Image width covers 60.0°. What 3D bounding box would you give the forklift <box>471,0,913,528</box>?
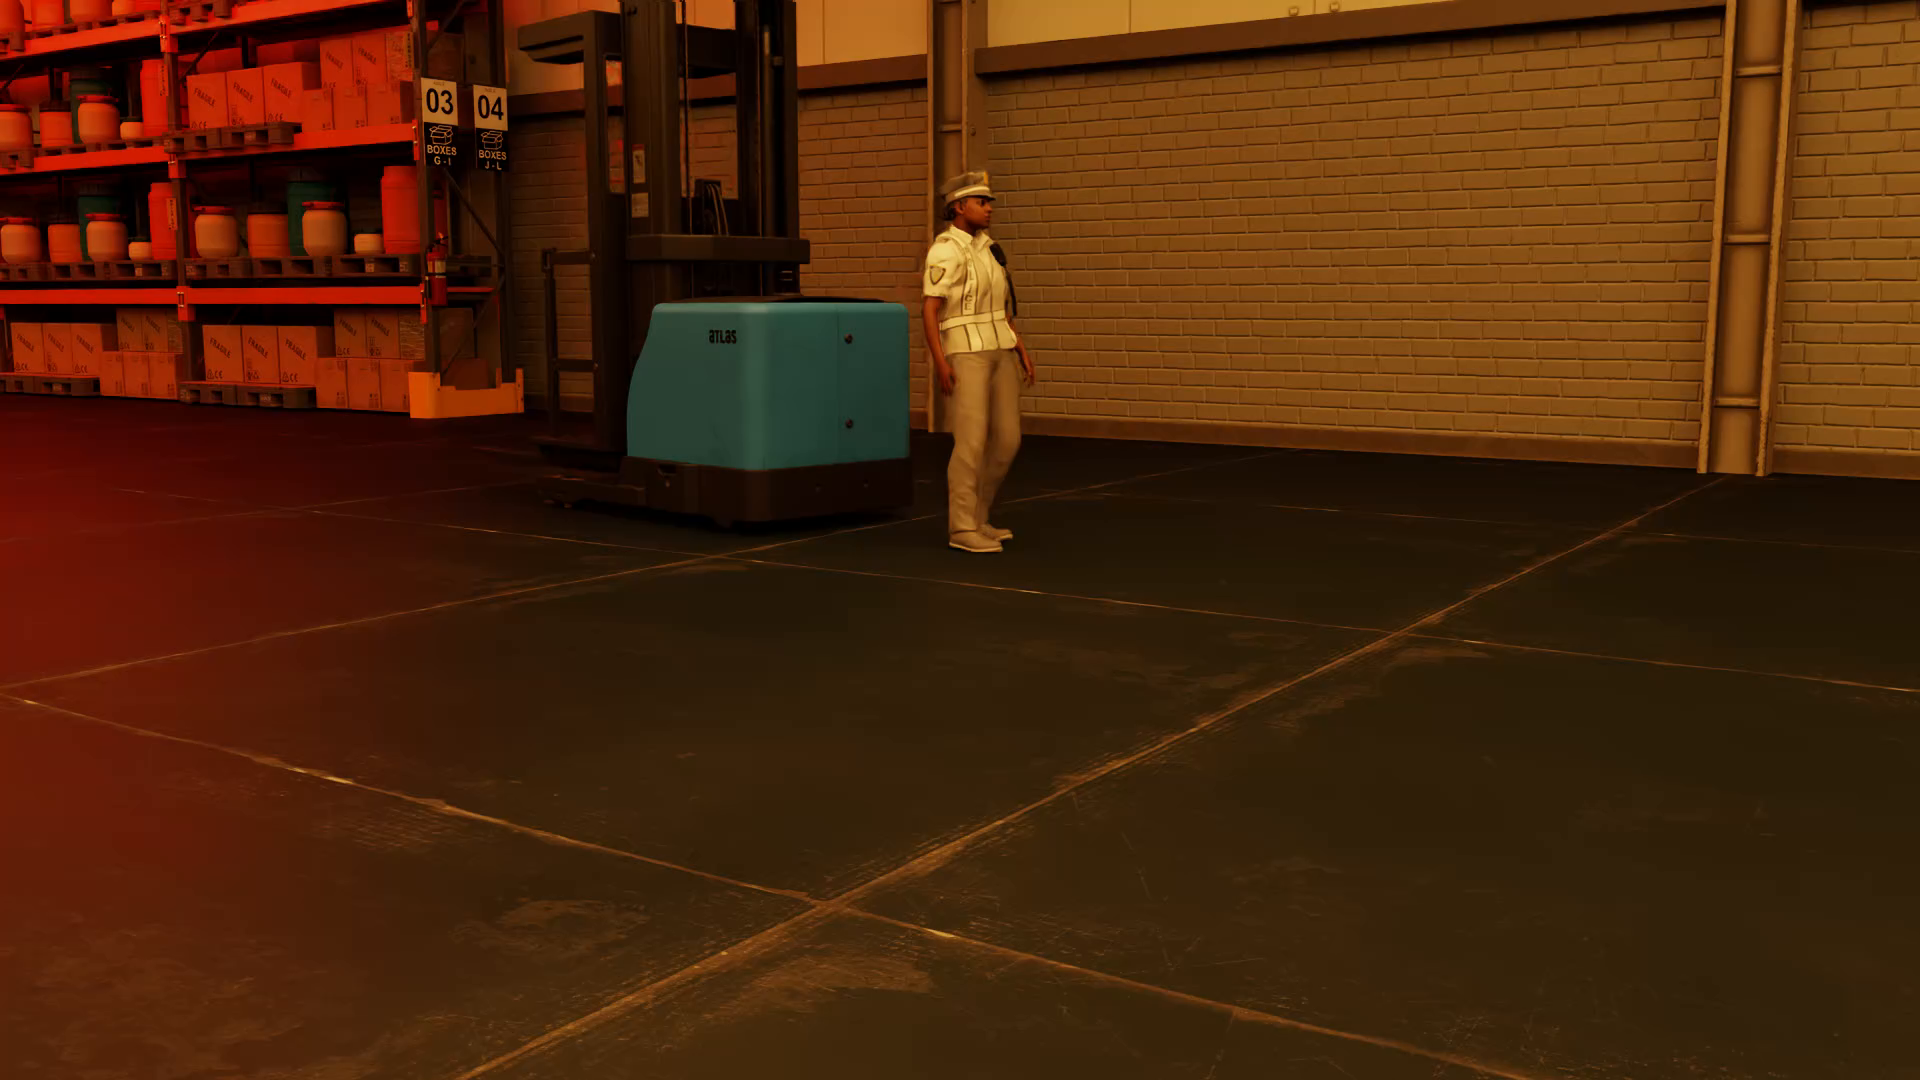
[{"bbox_3d":[-1.621,-1.661,8.872,1.130,2.935,3.031,-8,11,-44],"label":"forklift"}]

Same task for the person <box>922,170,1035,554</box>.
[{"bbox_3d":[0.112,-0.800,7.409,0.543,1.671,0.597,6,10,38],"label":"person"}]
